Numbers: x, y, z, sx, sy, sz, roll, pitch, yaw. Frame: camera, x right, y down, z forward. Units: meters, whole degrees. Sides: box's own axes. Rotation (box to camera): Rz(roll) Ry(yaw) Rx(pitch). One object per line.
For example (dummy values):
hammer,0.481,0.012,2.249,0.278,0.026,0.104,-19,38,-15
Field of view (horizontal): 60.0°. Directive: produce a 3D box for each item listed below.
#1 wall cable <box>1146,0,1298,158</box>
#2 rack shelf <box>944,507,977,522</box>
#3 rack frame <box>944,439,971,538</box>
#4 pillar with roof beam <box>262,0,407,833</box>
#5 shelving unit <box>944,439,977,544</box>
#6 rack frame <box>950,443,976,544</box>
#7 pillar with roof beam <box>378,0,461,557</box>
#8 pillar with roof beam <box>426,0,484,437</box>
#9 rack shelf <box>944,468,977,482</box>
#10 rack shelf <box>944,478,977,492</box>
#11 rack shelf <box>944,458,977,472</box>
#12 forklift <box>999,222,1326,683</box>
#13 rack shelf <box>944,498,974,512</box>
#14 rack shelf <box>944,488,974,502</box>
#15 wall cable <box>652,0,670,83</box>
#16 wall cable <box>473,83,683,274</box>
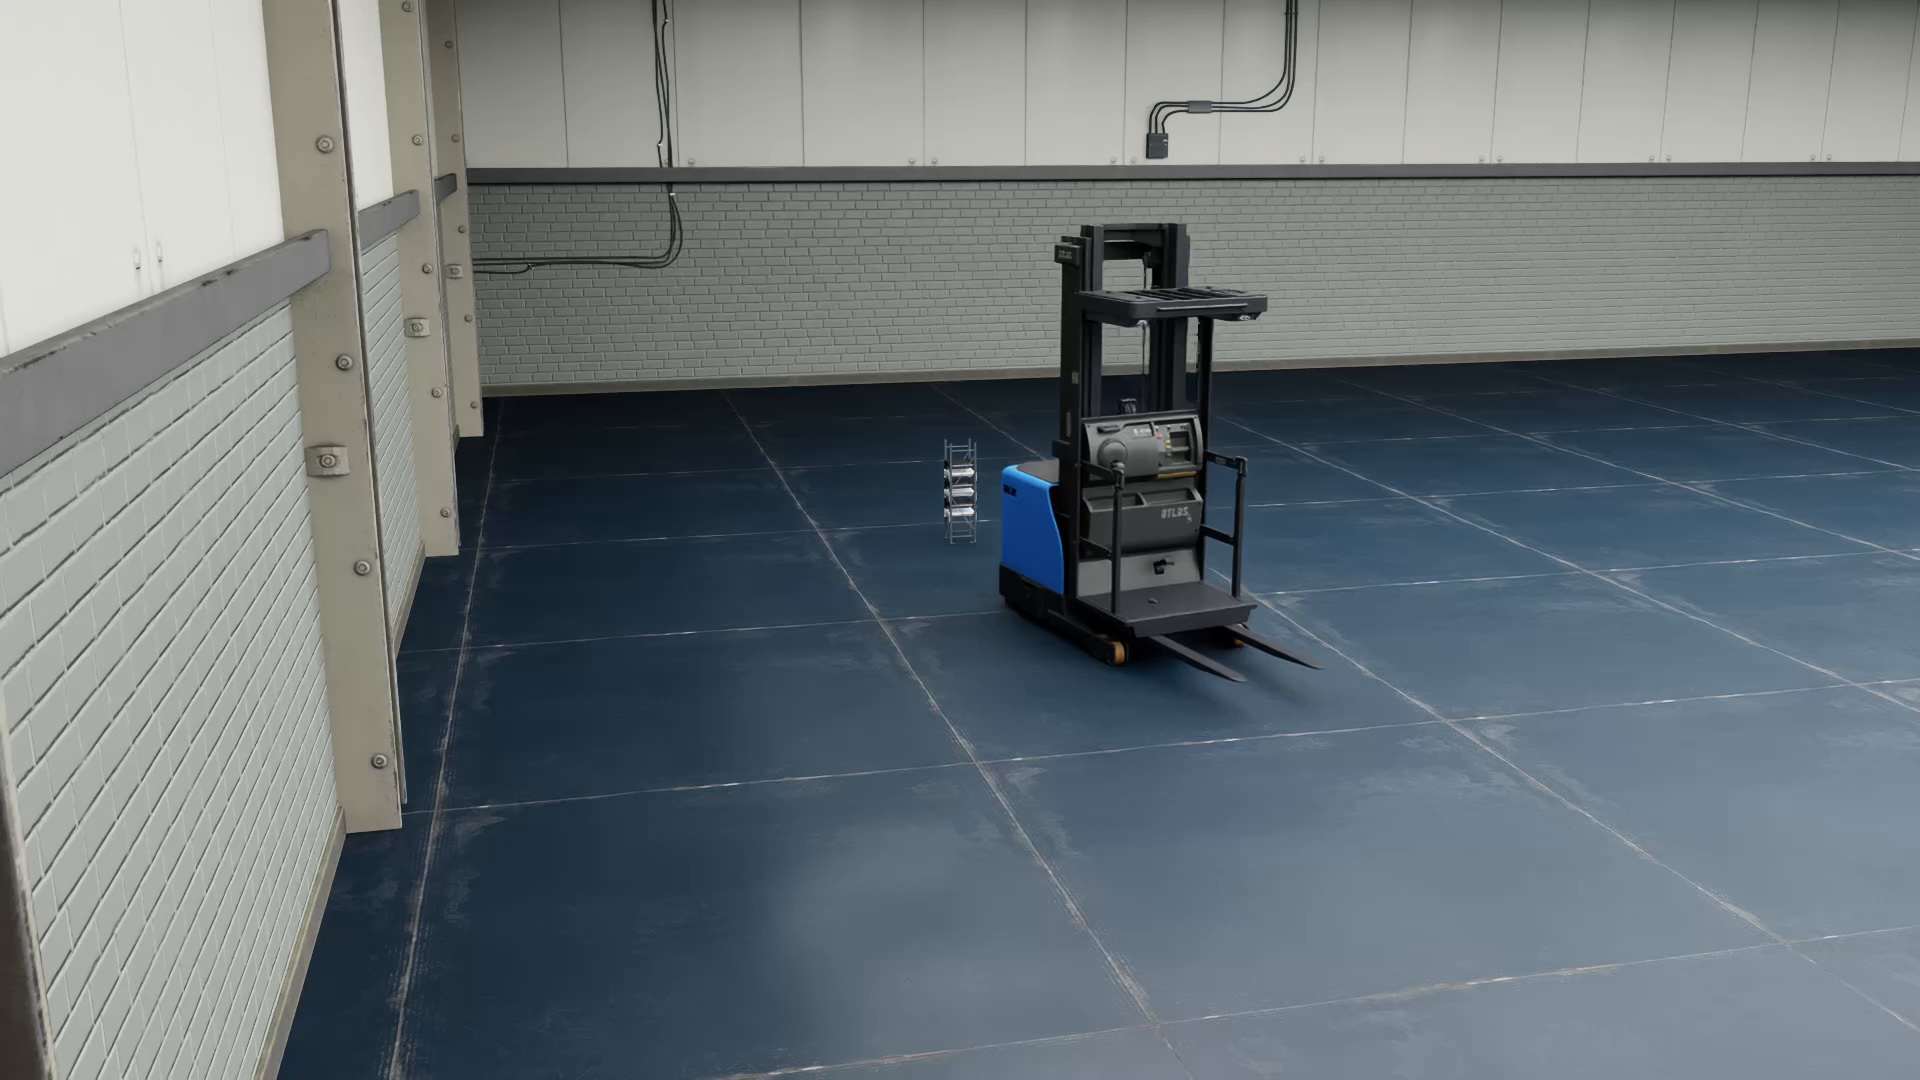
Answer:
wall cable,3.875,-8.594,23.977,2.305,6.003,0.169,-3,14,-13
rack shelf,0.002,-0.228,14.863,0.258,0.077,0.200,-3,14,-13
rack frame,-0.022,-0.459,14.909,0.240,0.900,0.006,-3,14,-13
pillar with roof beam,1.053,-3.135,8.798,9.100,9.000,0.400,-3,14,-13
shelving unit,0.002,-0.435,14.813,0.258,0.900,0.210,-3,14,-13
rack frame,0.026,-0.412,14.717,0.240,0.900,0.006,-3,14,-13
pillar with roof beam,-0.356,-4.519,14.463,9.100,9.000,0.400,-3,14,-13
pillar with roof beam,-1.765,-5.903,20.129,9.100,9.000,0.400,-3,14,-13
rack shelf,0.002,-0.578,14.778,0.258,0.077,0.200,-3,14,-13
rack shelf,0.002,-0.490,14.799,0.258,0.077,0.200,-3,14,-13
rack shelf,0.002,-0.665,14.756,0.258,0.077,0.200,-3,14,-13
forklift,1.393,-0.682,11.543,1.130,2.935,3.031,-6,15,-25
rack shelf,0.002,-0.315,14.842,0.258,0.077,0.200,-3,14,-13
rack shelf,0.002,-0.403,14.820,0.258,0.077,0.200,-3,14,-13
wall cable,-2.727,-7.512,22.616,3.097,2.526,0.112,-3,14,-13
wall cable,-5.356,-4.908,22.598,3.097,2.526,0.112,-3,14,-13
